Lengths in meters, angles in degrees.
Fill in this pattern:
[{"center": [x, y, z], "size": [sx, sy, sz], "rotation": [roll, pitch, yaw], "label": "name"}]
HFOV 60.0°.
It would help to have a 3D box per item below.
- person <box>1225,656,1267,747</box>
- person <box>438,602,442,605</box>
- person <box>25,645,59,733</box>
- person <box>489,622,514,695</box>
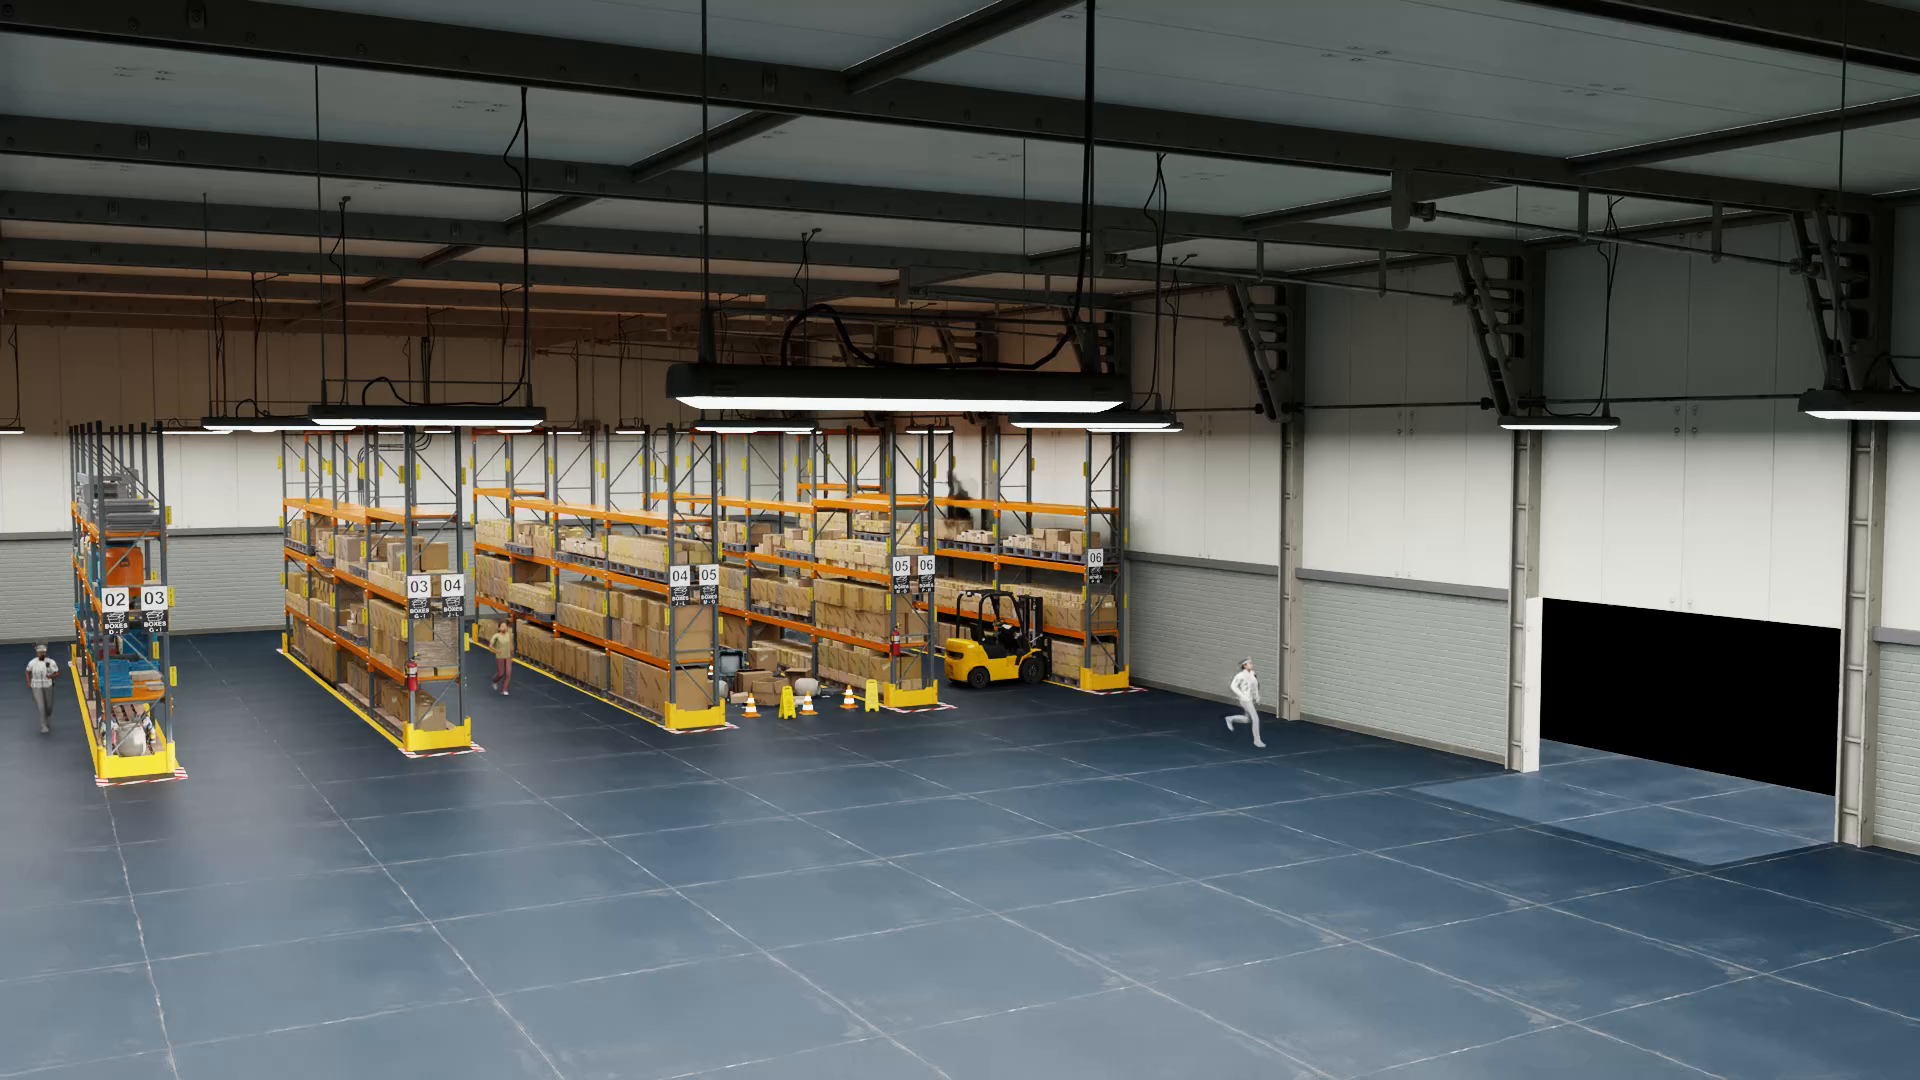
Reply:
[{"center": [5.333, 2.998, 31.037], "size": [0.926, 1.683, 0.603], "rotation": [3, 4, 38], "label": "person"}, {"center": [-14.722, 1.986, 47.119], "size": [1.025, 1.607, 0.733], "rotation": [-3, 5, -41], "label": "person"}, {"center": [-17.872, 2.866, 32.403], "size": [0.578, 1.675, 0.865], "rotation": [-2, 4, -30], "label": "person"}, {"center": [-10.192, 2.619, 37.024], "size": [0.580, 1.628, 0.626], "rotation": [-3, 5, -41], "label": "person"}]
